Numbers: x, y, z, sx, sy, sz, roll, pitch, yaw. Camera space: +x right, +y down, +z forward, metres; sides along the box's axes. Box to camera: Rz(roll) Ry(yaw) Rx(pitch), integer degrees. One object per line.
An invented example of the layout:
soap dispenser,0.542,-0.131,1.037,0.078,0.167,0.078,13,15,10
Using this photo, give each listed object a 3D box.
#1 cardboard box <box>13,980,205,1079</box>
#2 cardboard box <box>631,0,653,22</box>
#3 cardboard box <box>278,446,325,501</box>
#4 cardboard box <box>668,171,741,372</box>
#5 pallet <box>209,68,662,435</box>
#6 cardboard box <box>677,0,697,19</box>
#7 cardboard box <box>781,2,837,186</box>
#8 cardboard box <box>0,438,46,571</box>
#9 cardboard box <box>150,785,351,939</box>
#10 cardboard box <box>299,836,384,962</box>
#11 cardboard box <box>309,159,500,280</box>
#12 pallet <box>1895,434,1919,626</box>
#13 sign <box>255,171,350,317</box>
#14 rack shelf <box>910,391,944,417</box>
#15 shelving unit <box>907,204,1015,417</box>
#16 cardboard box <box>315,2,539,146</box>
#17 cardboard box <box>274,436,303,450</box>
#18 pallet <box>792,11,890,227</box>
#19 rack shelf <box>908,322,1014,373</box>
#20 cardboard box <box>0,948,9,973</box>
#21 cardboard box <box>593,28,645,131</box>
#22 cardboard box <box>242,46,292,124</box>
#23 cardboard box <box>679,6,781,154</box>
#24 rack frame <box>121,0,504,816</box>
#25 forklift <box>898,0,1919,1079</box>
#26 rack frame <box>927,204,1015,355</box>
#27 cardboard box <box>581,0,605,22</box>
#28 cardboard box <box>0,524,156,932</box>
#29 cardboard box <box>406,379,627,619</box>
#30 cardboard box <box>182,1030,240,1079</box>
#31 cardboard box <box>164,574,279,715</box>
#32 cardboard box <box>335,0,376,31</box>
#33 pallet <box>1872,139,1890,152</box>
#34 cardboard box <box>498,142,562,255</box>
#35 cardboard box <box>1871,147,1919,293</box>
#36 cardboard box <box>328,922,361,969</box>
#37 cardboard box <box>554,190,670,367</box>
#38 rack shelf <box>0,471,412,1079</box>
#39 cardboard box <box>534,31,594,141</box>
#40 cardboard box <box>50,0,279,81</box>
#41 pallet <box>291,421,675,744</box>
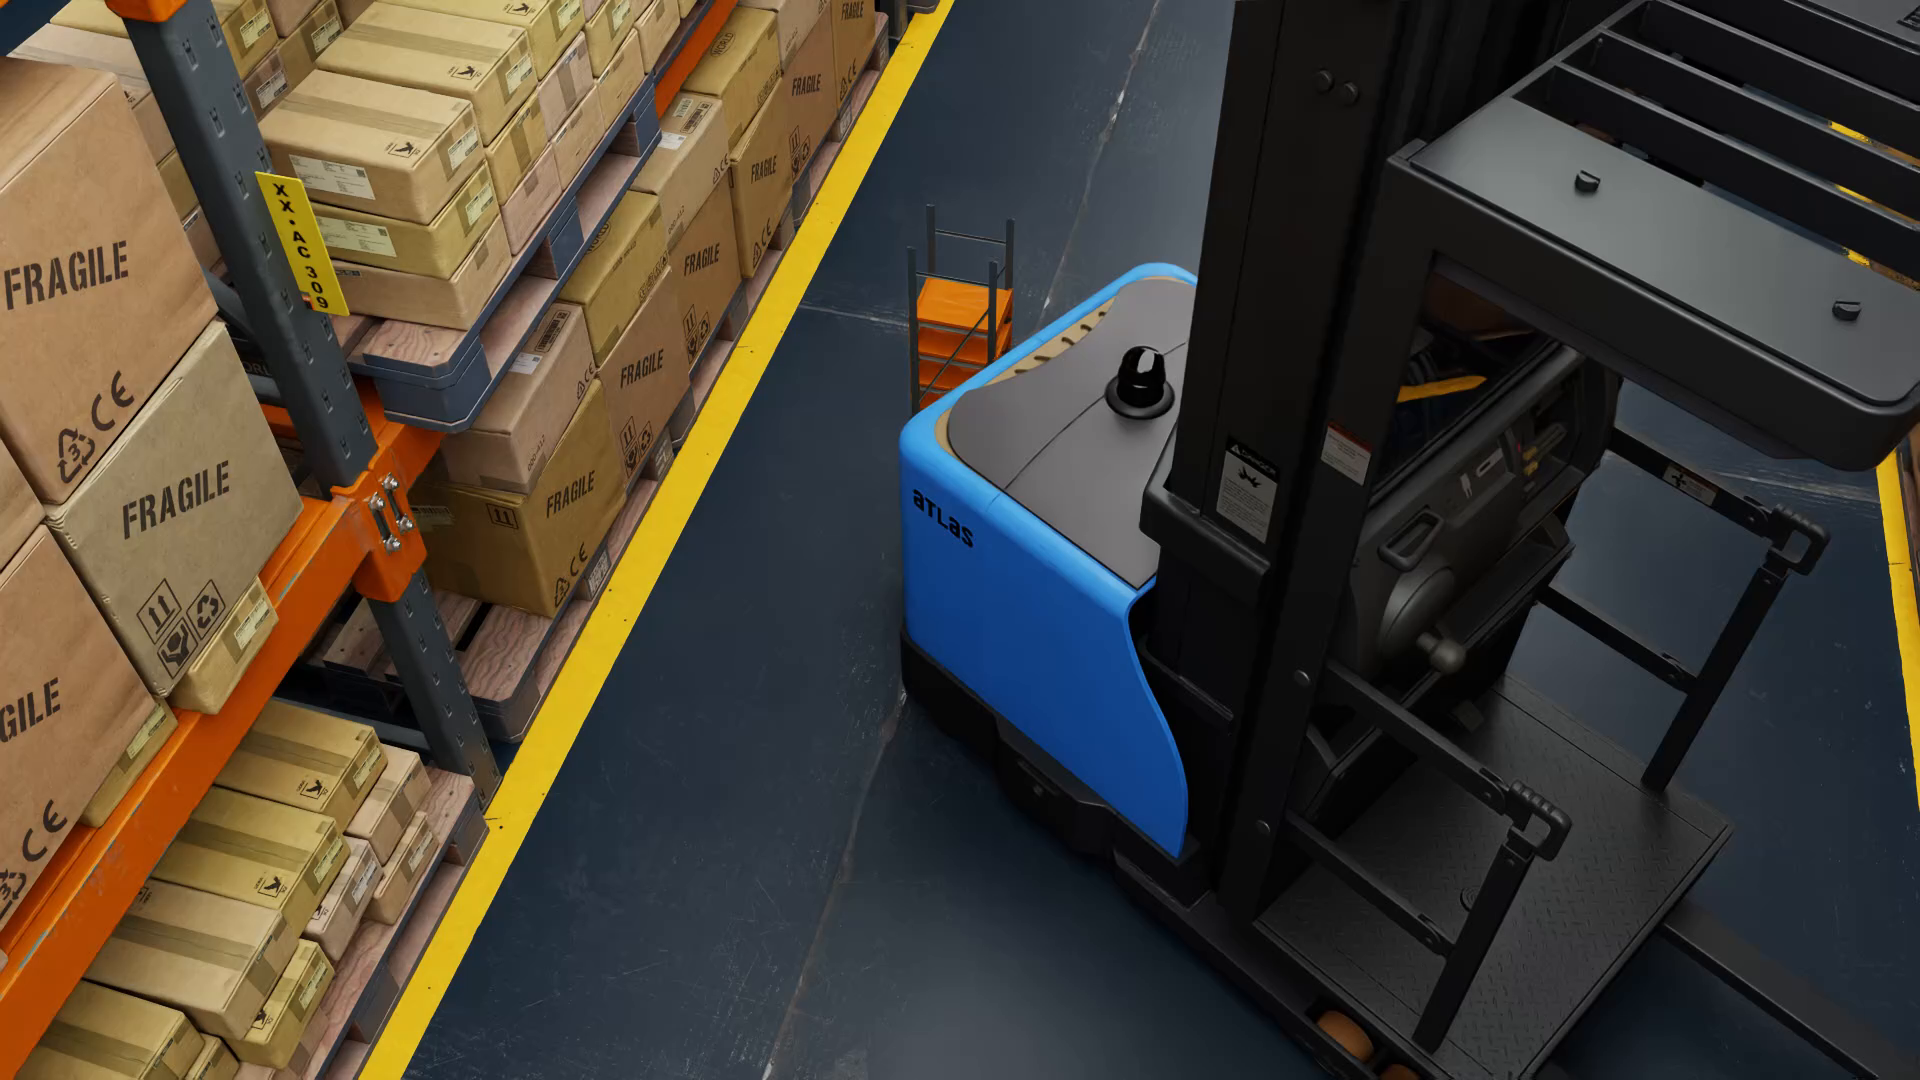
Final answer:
cardboard box,-1.851,1.089,3.513,0.380,0.149,0.250,13,50,11
cardboard box,-0.959,-1.481,4.245,0.380,0.149,0.250,13,50,12
cardboard box,-1.825,-0.271,4.875,0.500,0.500,0.500,11,49,9
cardboard box,-1.064,-0.932,5.459,0.500,0.500,0.500,12,50,11
pallet,-1.435,-0.834,4.114,1.003,0.211,1.213,12,50,10
cardboard box,-0.891,-1.569,4.522,0.380,0.149,0.250,11,49,9
cardboard box,-0.785,-1.677,6.116,0.500,0.500,0.500,13,50,12
cardboard box,-1.771,-0.068,2.377,0.500,0.500,0.500,10,49,9
cardboard box,-1.648,0.735,3.825,0.380,0.149,0.250,12,50,11
cardboard box,-1.612,0.821,3.948,0.380,0.149,0.250,9,49,8
cardboard box,-1.230,-0.722,3.576,0.380,0.149,0.250,12,50,11
pallet,3.431,0.143,4.983,1.003,0.211,1.213,12,50,10
sign,-1.251,-0.559,3.165,0.100,0.325,0.005,12,50,10
rack shelf,0.004,-0.378,4.843,0.258,0.103,0.180,12,50,10
shelving unit,0.004,-0.407,4.809,0.258,1.200,0.189,12,50,10
cardboard box,-1.162,-1.024,3.643,0.380,0.149,0.250,13,50,11
cardboard box,-1.825,-0.522,4.597,0.500,0.250,0.500,10,49,9
pallet,-0.931,-1.779,6.680,1.003,0.211,1.213,12,50,10
rack shelf,0.004,-0.537,4.663,0.258,0.103,0.180,12,50,10
cardboard box,-1.851,0.735,2.768,0.380,0.149,0.250,10,49,8
cardboard box,-1.026,-1.187,4.184,0.380,0.149,0.250,12,50,10
cardboard box,-1.795,-1.046,3.861,0.380,0.149,0.250,12,50,10
cardboard box,-0.923,-1.549,5.503,0.500,0.250,0.500,13,50,11
rack frame,-1.777,-0.374,3.579,1.000,3.000,0.127,12,50,10
forklift,1.222,0.005,3.291,1.130,2.935,3.031,-36,58,-28
rack frame,0.028,-0.474,4.868,0.240,1.200,0.006,12,50,10
cardboard box,-1.024,-1.389,3.966,0.380,0.149,0.250,11,49,10
cardboard box,-1.770,0.276,2.741,0.500,0.500,0.500,10,49,9
cardboard box,-1.327,-0.168,4.785,0.500,0.500,0.500,13,50,11
cardboard box,-1.827,1.180,3.631,0.380,0.149,0.250,12,50,10
cardboard box,-1.589,0.170,3.267,0.380,0.149,0.250,10,49,9
cardboard box,-1.659,-1.423,4.195,0.380,0.149,0.250,10,49,9
pallet,4.241,-1.857,6.749,1.003,0.211,1.213,12,50,10
cardboard box,-1.162,-0.826,3.865,0.380,0.149,0.250,12,50,11
cardboard box,3.833,-1.156,5.407,1.225,0.875,0.875,9,49,8
cardboard box,-1.701,0.953,4.030,0.380,0.149,0.250,13,50,11
cardboard box,-1.190,-0.802,4.844,0.500,0.250,0.500,13,50,11
rack shelf,-2.303,1.311,2.572,1.077,0.370,4.000,12,50,10
cardboard box,-1.096,-1.097,3.906,0.380,0.149,0.250,13,50,11
cardboard box,-1.790,-1.150,3.755,0.380,0.149,0.250,10,49,9
pallet,-1.573,-0.015,5.122,1.003,0.211,1.213,12,50,10
